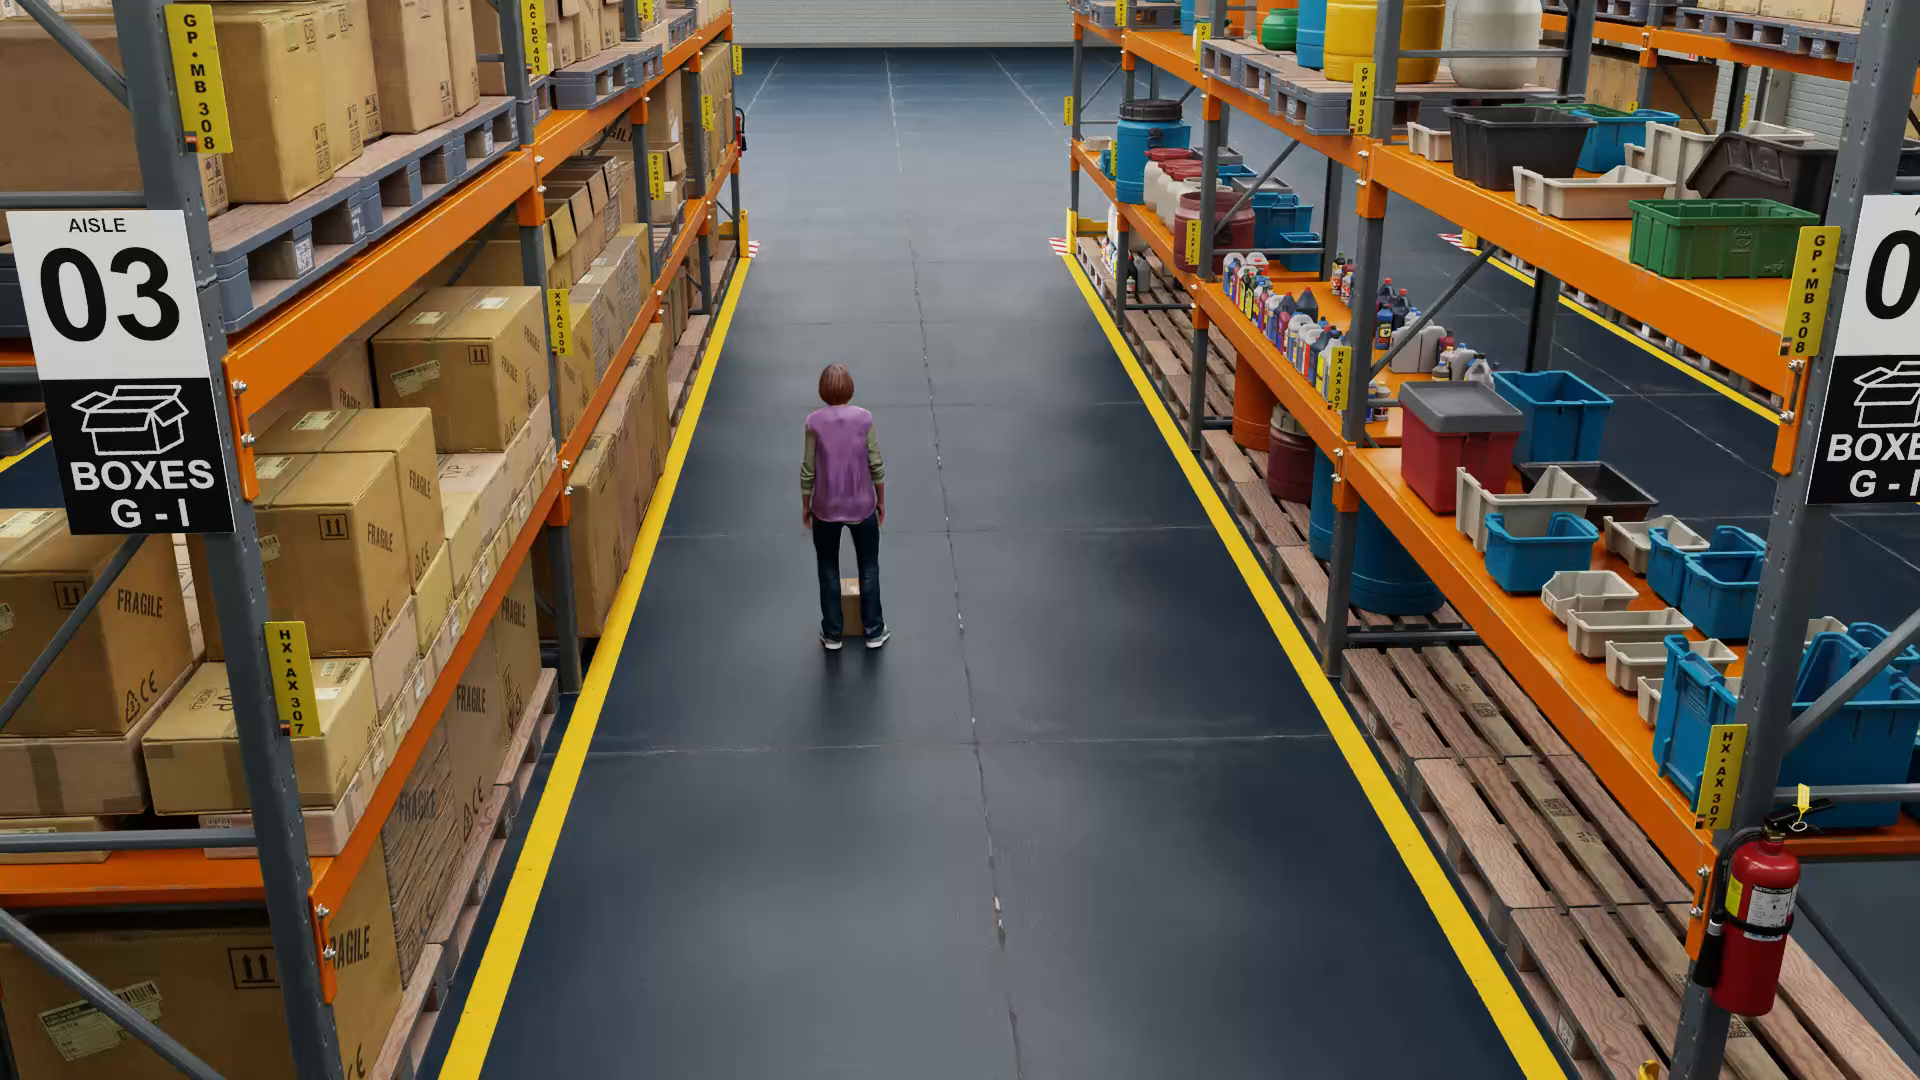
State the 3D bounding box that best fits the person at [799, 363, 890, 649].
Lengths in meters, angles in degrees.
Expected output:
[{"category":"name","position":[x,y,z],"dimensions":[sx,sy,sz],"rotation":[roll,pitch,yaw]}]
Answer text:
[{"category":"person","position":[-0.627,-0.143,9.032],"dimensions":[0.478,1.550,0.345],"rotation":[-2,21,-6]}]
